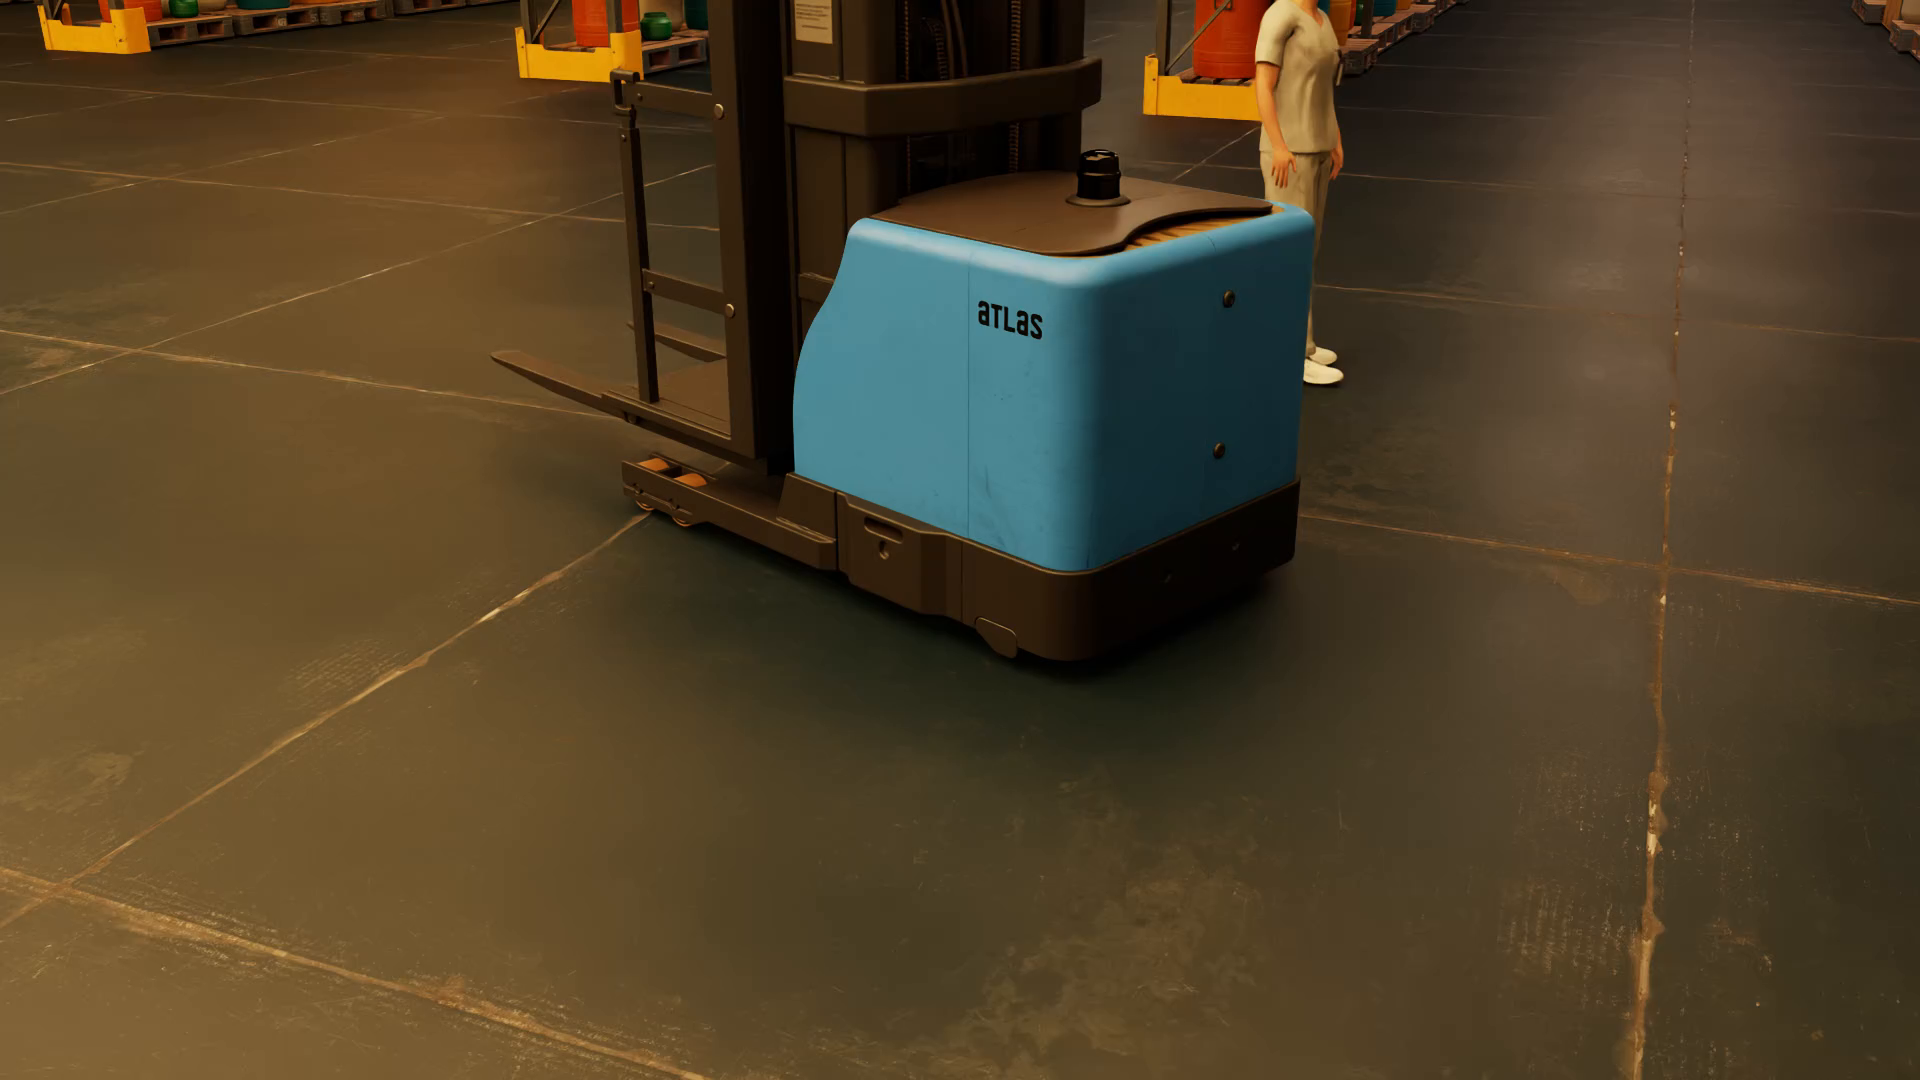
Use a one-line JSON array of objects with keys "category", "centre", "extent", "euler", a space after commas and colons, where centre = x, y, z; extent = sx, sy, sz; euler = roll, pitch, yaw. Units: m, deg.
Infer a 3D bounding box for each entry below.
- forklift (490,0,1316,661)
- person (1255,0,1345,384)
[{"category": "forklift", "centre": [-0.434, -1.518, 4.923], "extent": [3.031, 2.935, 1.130], "euler": [21, 30, 40]}, {"category": "person", "centre": [1.391, -1.495, 6.491], "extent": [0.542, 1.678, 0.555], "euler": [15, 27, 32]}]
